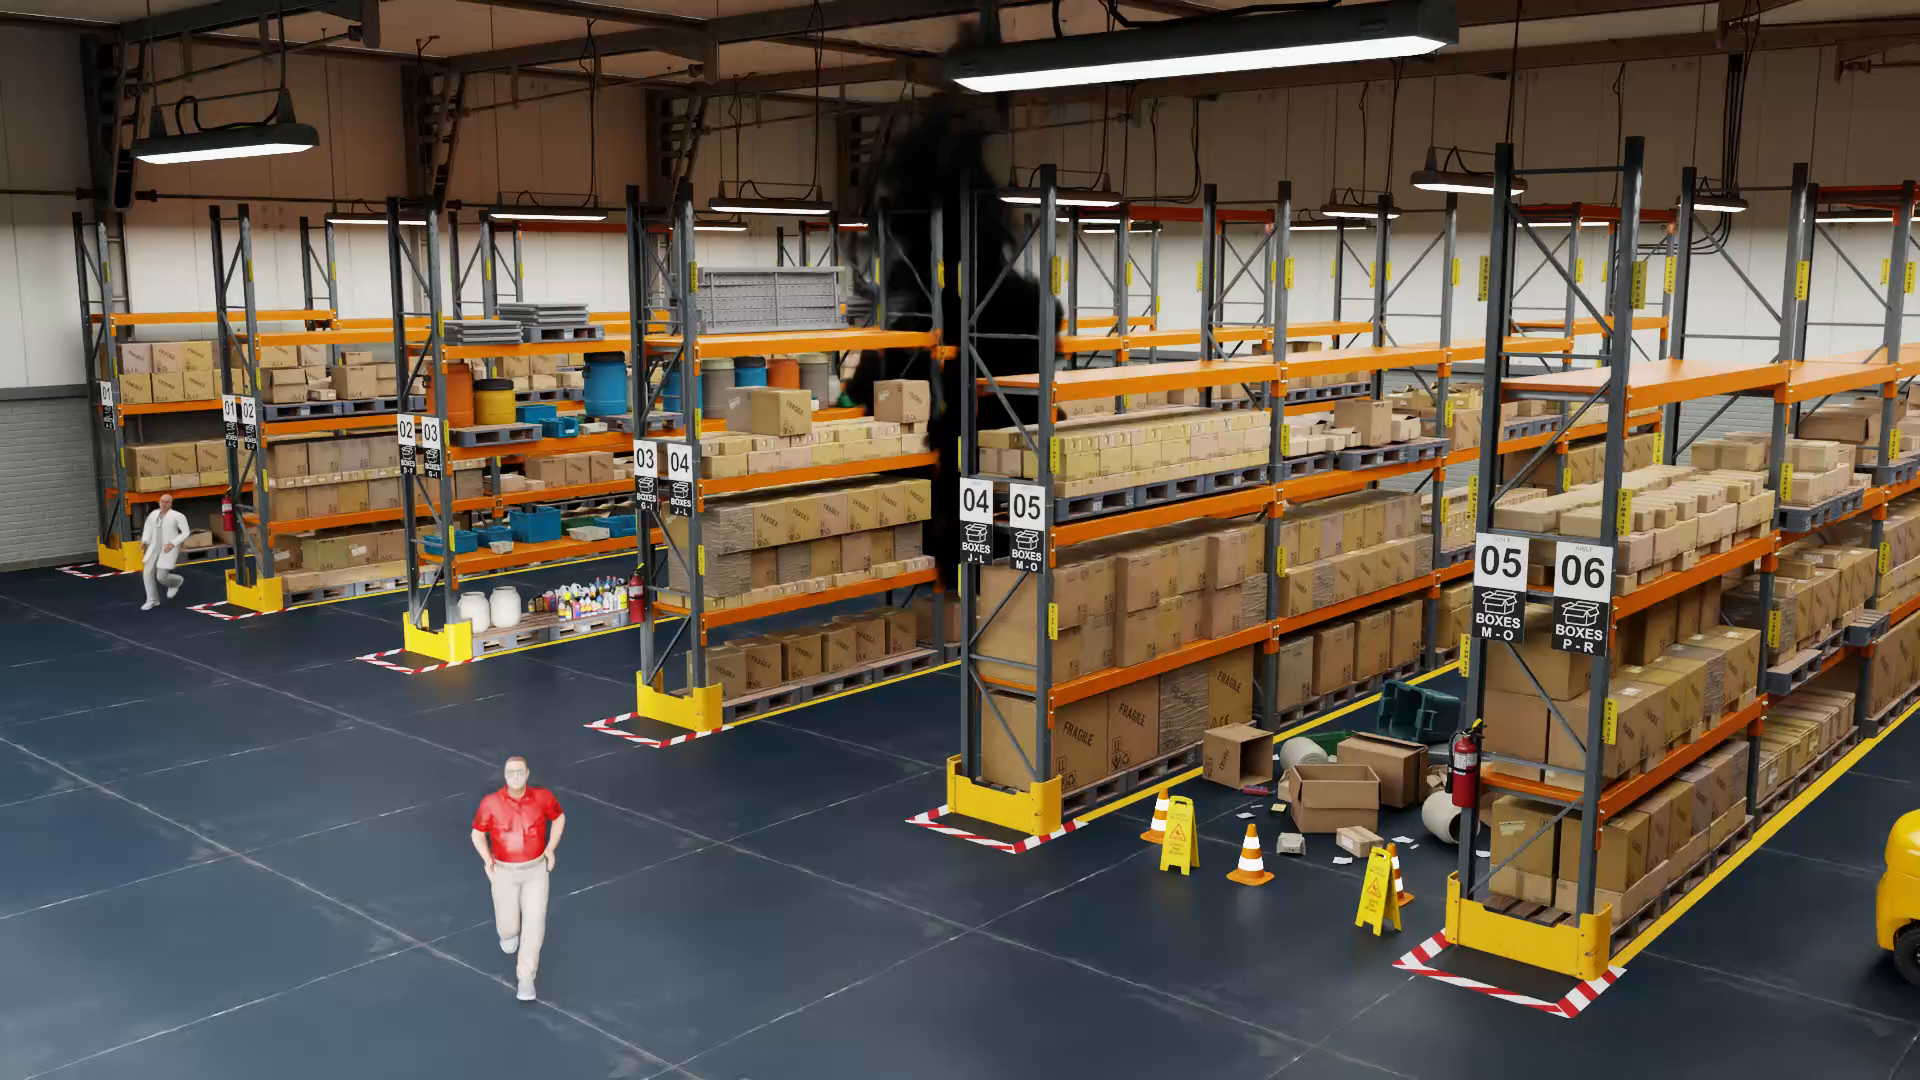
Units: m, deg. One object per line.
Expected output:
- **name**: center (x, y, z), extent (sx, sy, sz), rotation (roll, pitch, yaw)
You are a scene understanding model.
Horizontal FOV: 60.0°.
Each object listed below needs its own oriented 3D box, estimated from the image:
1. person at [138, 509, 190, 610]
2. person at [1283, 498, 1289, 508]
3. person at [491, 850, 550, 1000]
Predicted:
- **person**: center (-12.017, 0.268, 25.158), extent (0.756, 1.523, 0.688), rotation (1, 10, 7)
- **person**: center (4.902, 0.162, 25.292), extent (0.547, 1.656, 0.672), rotation (8, 12, 40)
- **person**: center (-3.151, 2.721, 11.962), extent (0.410, 1.001, 0.708), rotation (-3, 10, -17)
